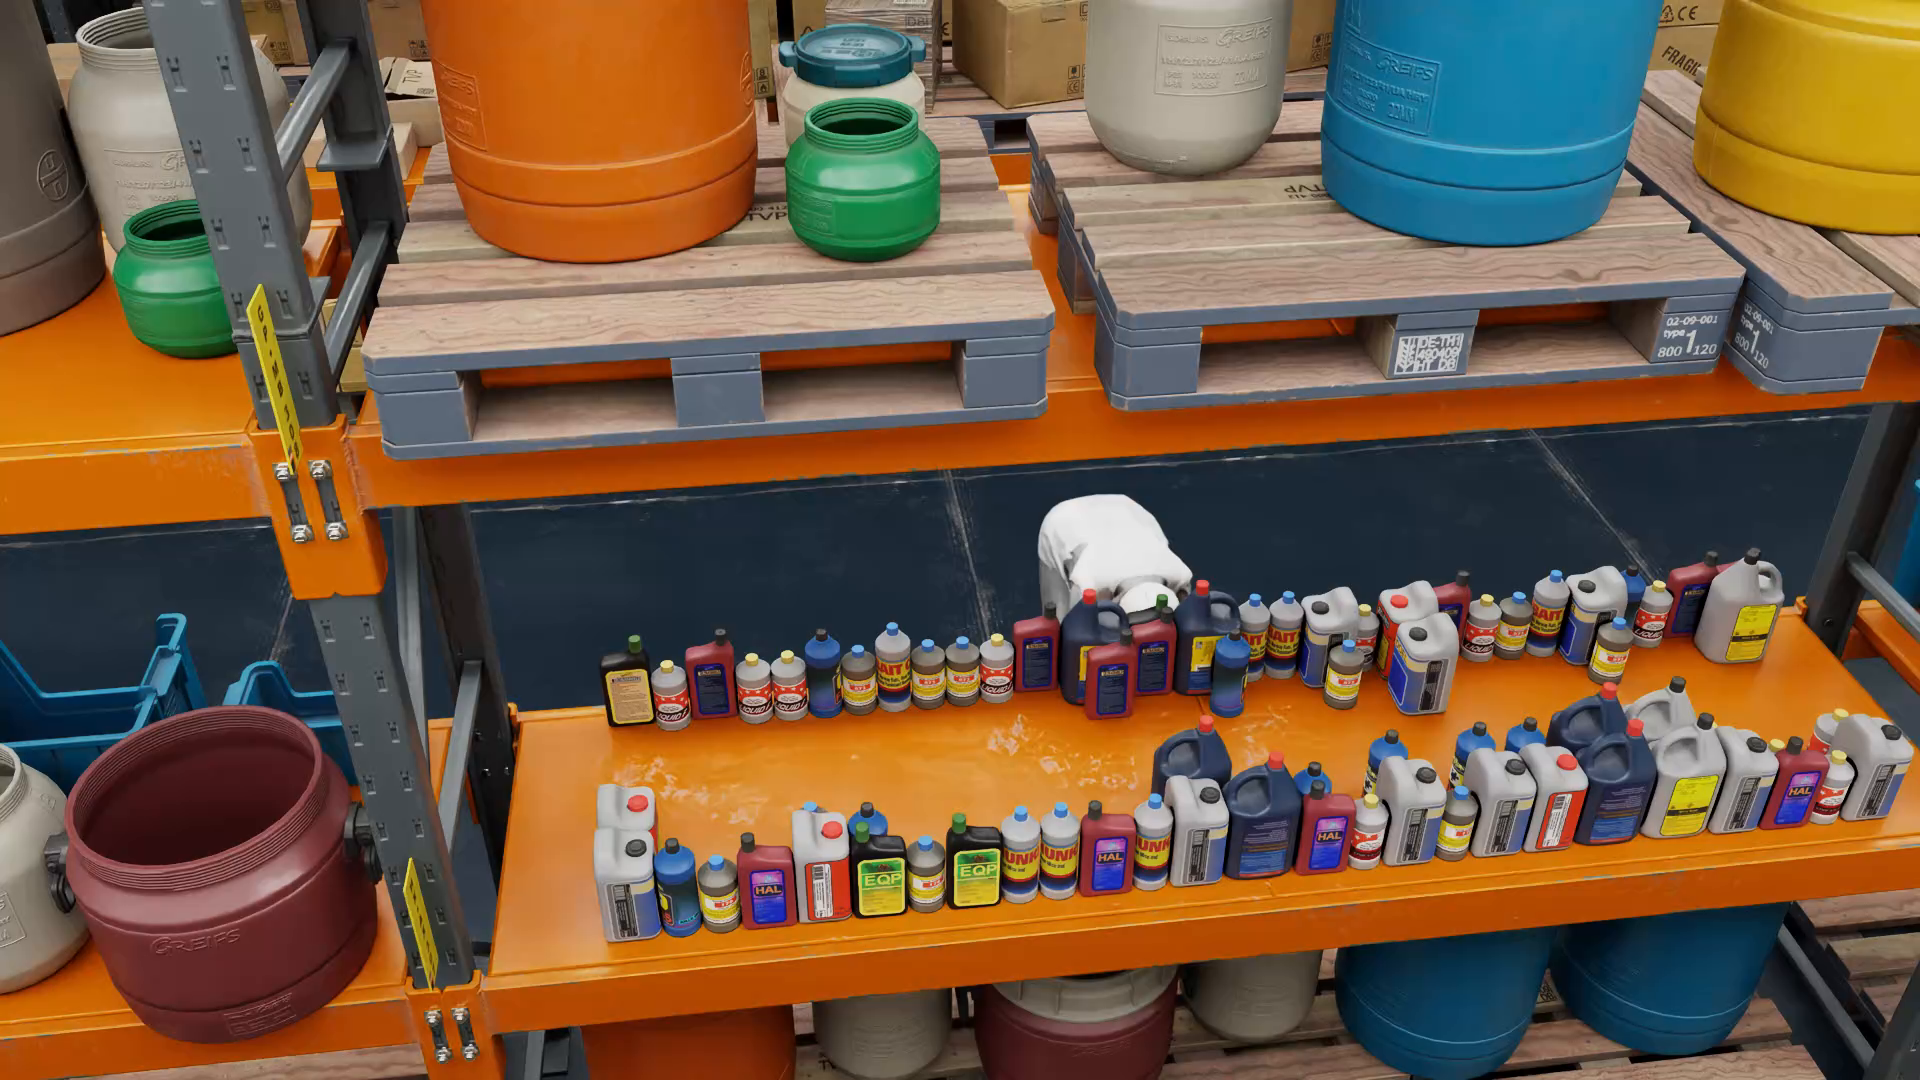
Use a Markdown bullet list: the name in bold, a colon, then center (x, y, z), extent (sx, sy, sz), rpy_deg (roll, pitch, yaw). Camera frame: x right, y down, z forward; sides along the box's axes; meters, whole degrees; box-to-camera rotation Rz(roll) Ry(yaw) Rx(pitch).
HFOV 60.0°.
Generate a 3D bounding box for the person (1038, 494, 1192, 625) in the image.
- **person**: center (0.588, 0.377, 6.255), extent (0.519, 1.000, 0.996), rpy_deg (-6, 35, -9)
